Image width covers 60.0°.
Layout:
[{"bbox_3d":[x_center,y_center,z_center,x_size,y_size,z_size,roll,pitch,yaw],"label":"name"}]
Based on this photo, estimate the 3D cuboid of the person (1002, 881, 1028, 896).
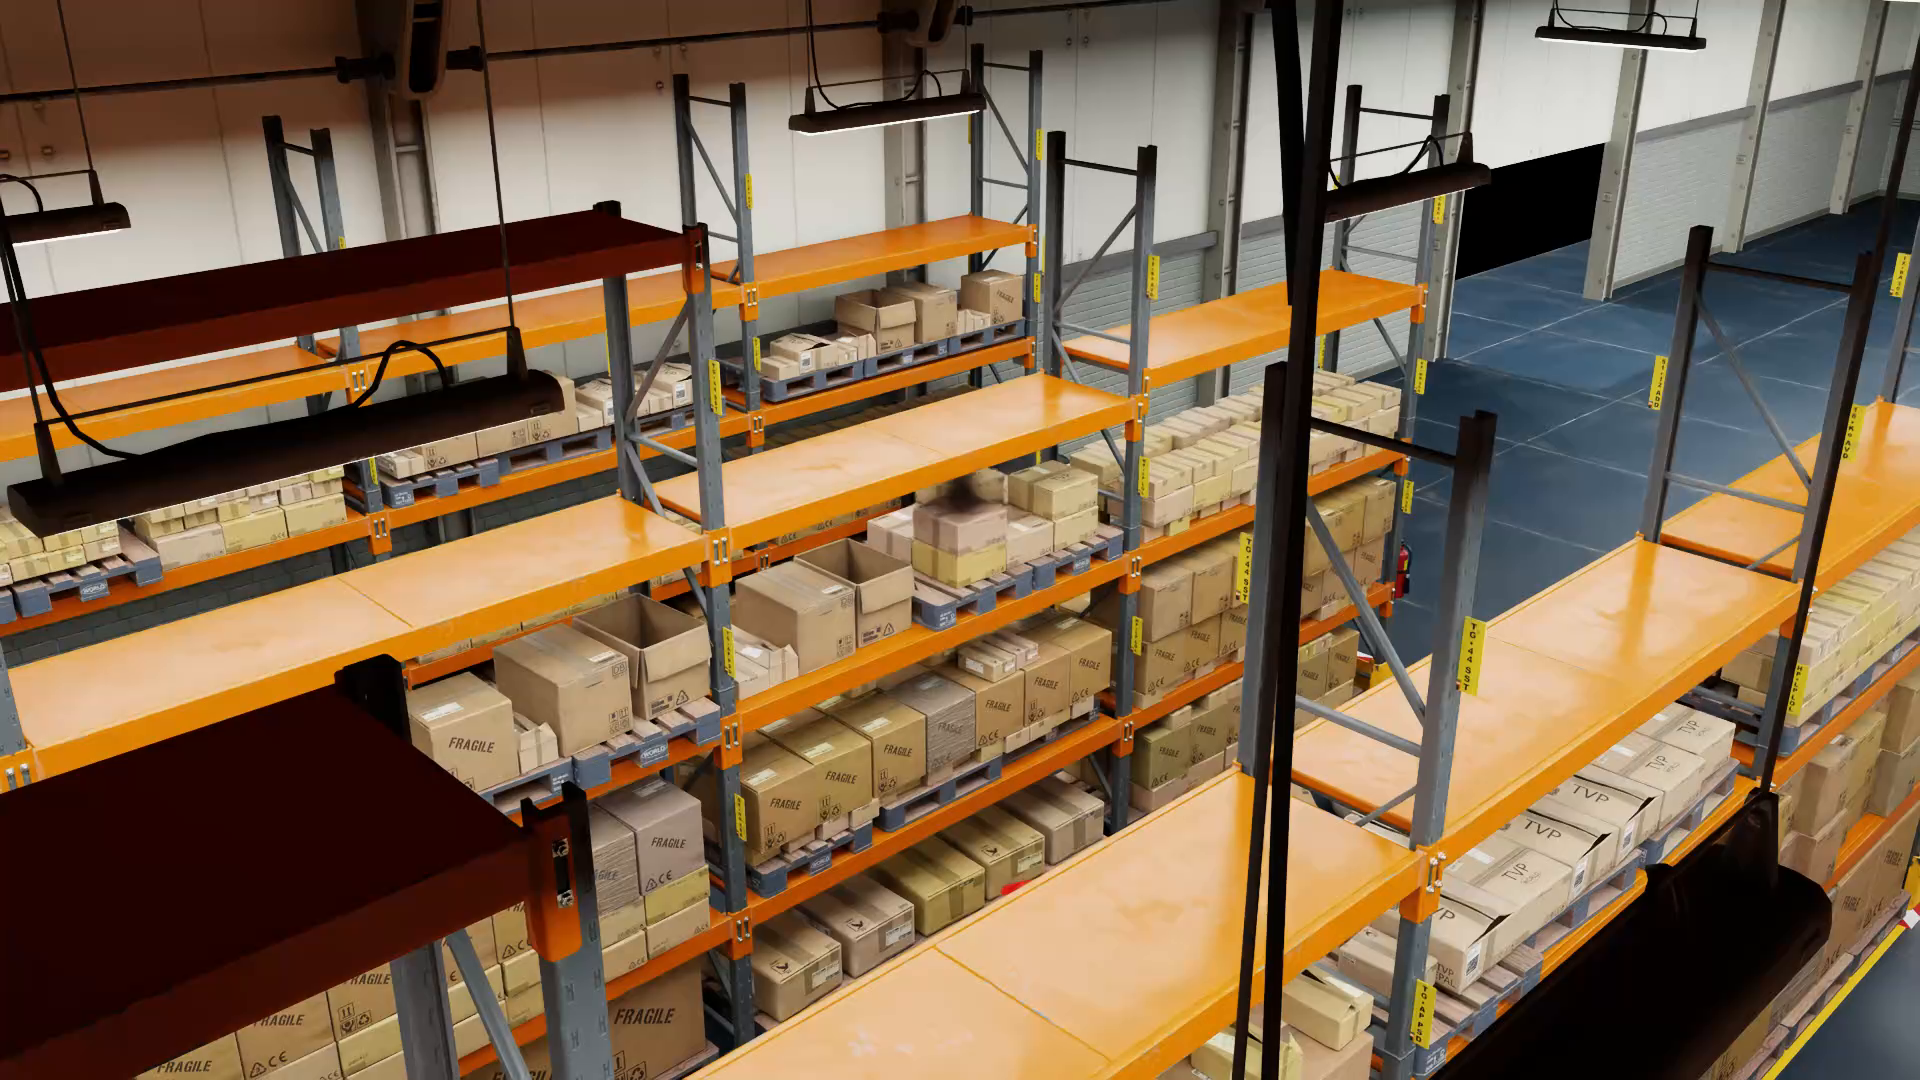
[{"bbox_3d":[0.400,3.045,11.122,0.412,1.794,0.617,8,24,19],"label":"person"}]
